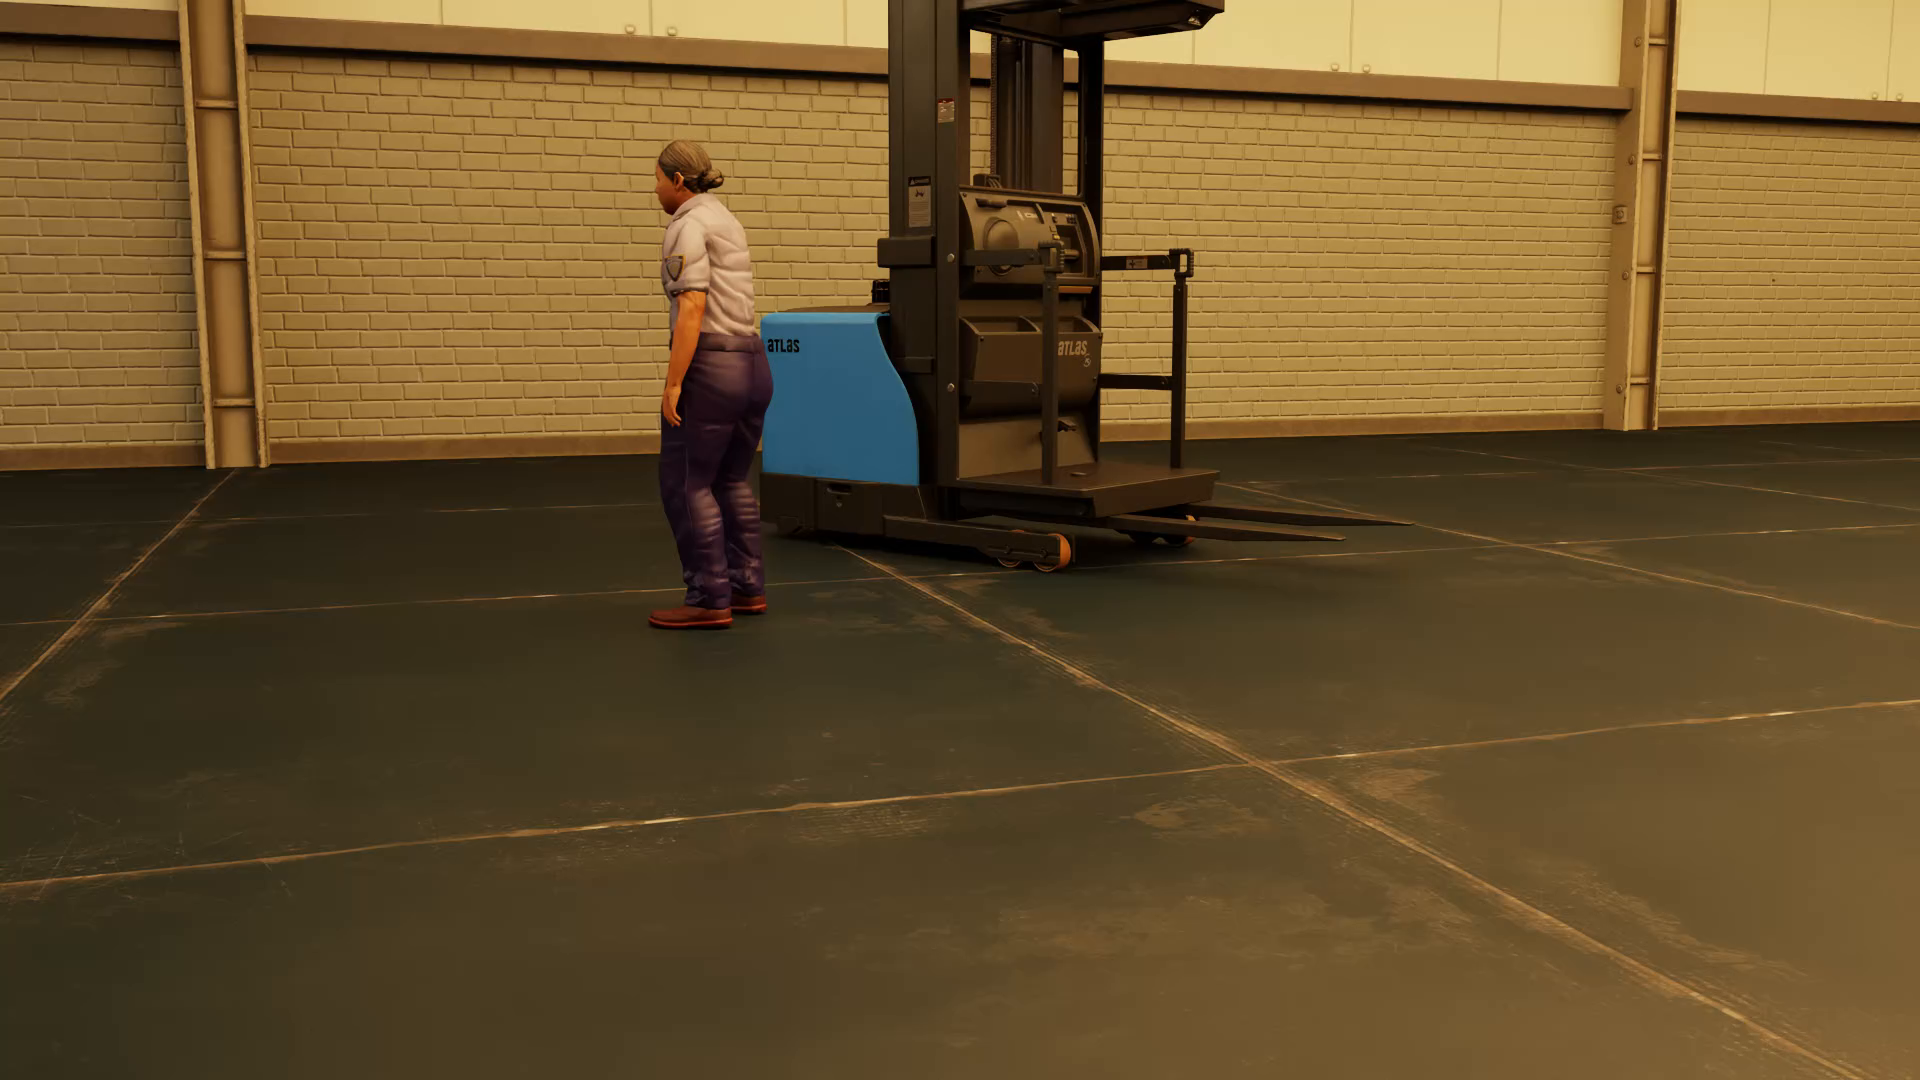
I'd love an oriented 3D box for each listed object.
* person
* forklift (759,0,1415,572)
[{"bbox_3d":[-0.855,-0.527,5.732,0.370,1.637,0.566,2,8,17],"label":"person"},{"bbox_3d":[0.484,-1.398,7.327,3.031,2.935,1.130,6,10,39],"label":"forklift"}]
